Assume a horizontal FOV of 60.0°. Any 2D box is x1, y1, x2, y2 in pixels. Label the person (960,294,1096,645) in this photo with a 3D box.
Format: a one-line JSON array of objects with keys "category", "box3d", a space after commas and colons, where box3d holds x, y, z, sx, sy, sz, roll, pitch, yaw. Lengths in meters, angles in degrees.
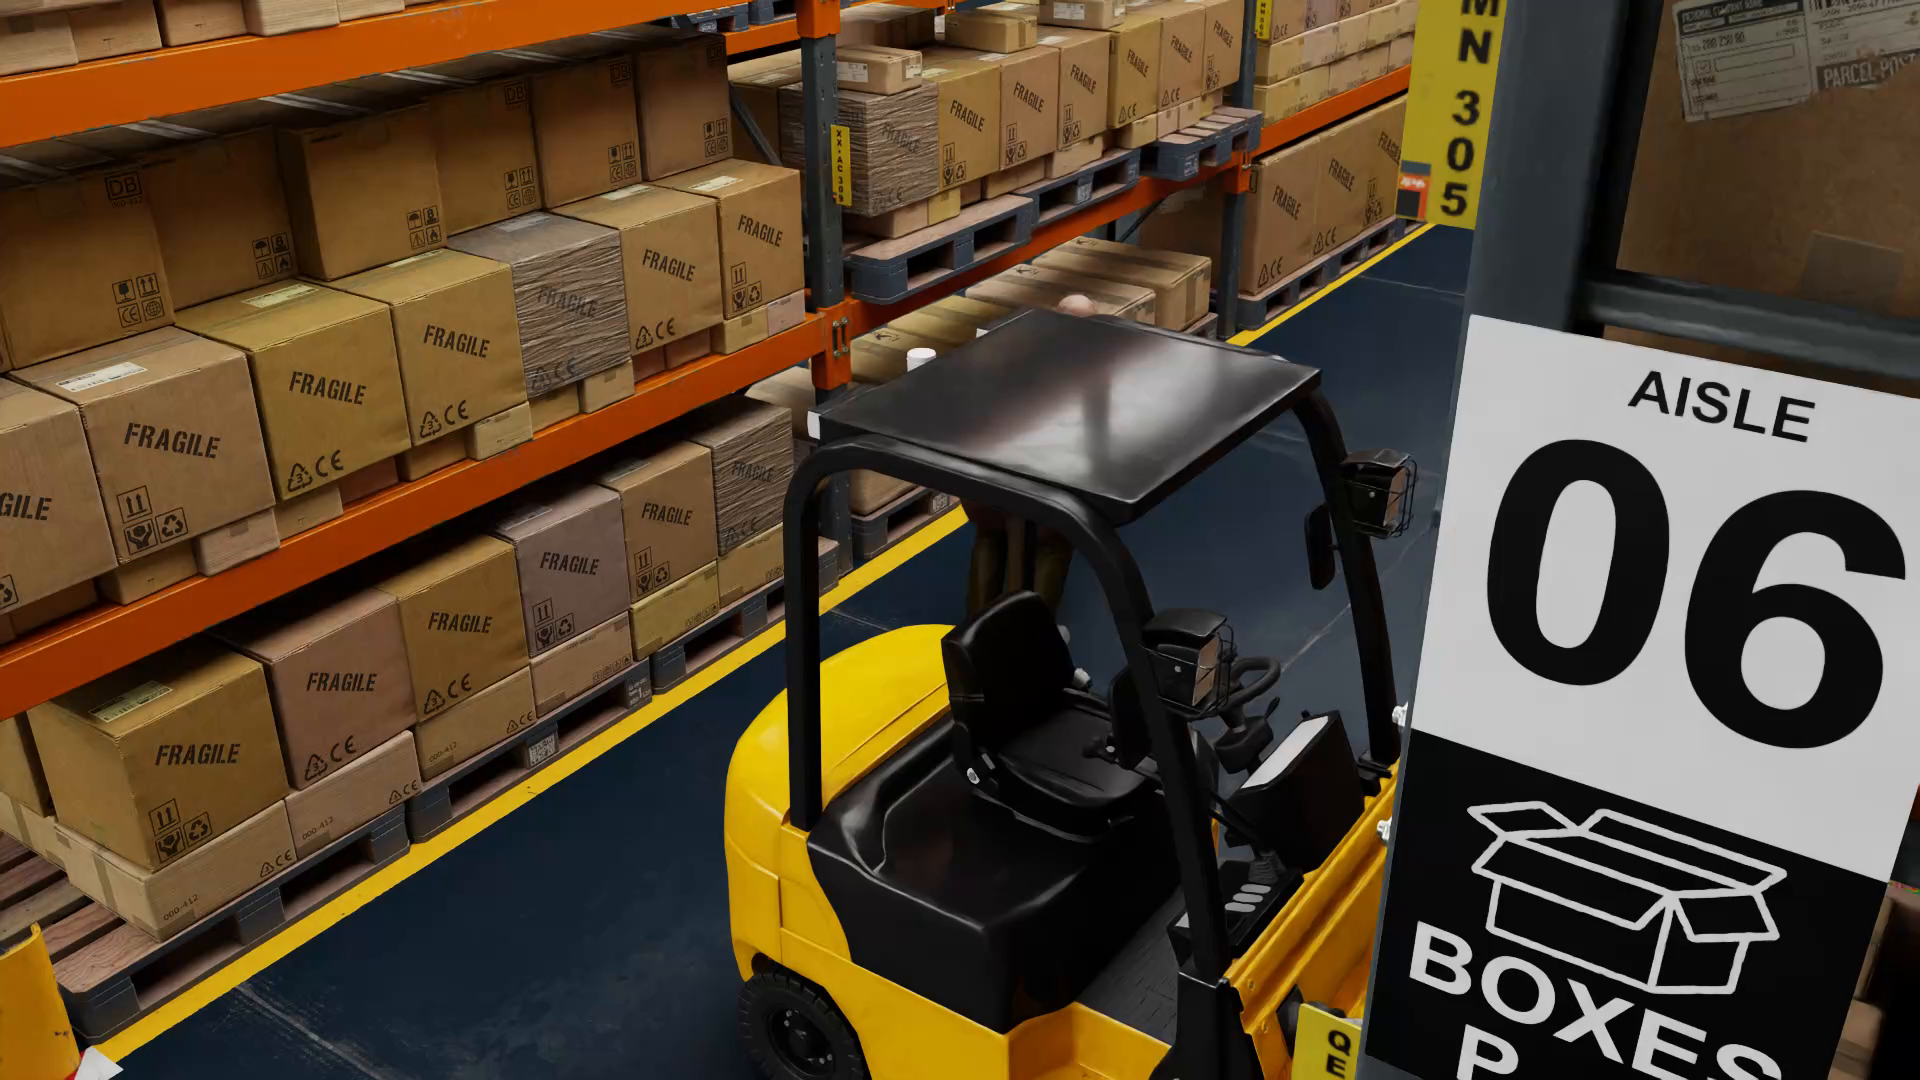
[{"category": "person", "box3d": [0.339, -0.251, 7.029, 0.551, 1.429, 0.860, 14, 30, 26]}]
